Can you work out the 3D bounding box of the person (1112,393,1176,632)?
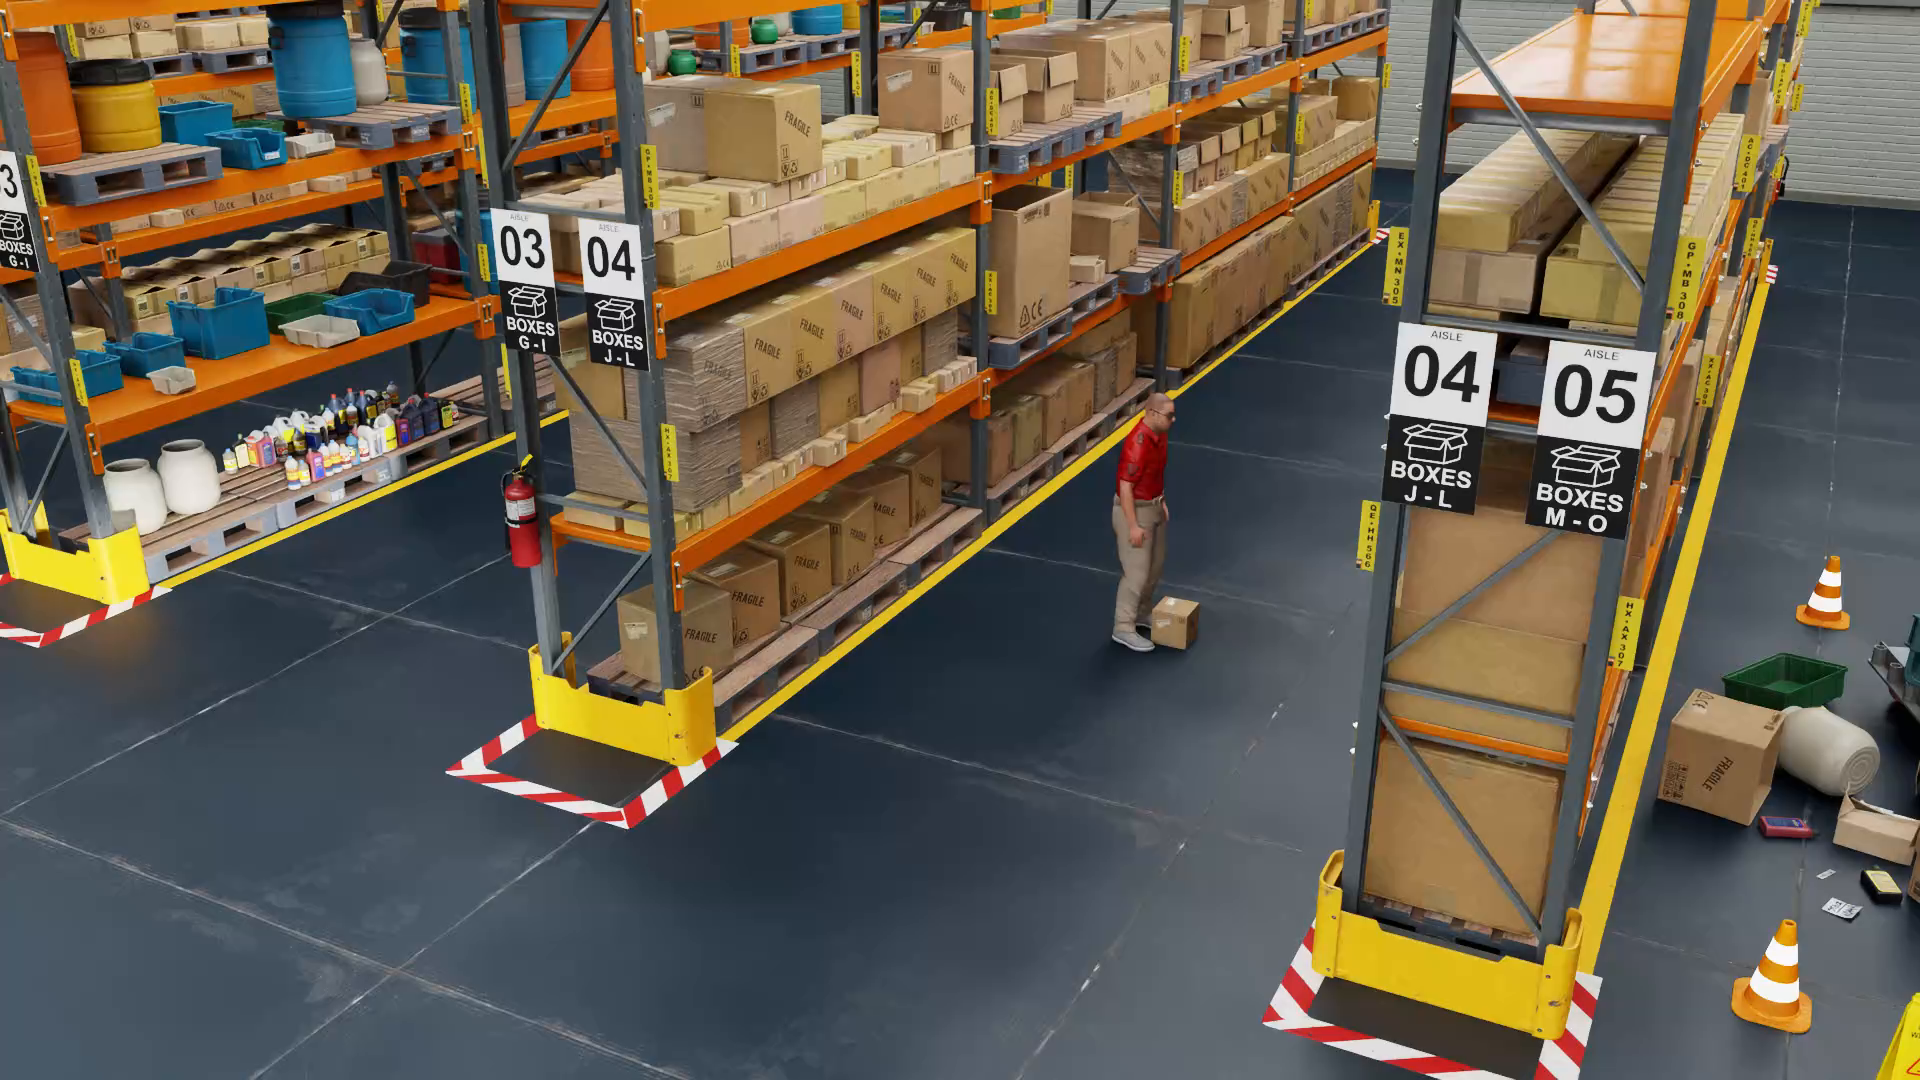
[{"bbox_3d":[1.229,-0.194,11.142,0.370,1.657,0.584,11,25,25],"label":"person"}]
